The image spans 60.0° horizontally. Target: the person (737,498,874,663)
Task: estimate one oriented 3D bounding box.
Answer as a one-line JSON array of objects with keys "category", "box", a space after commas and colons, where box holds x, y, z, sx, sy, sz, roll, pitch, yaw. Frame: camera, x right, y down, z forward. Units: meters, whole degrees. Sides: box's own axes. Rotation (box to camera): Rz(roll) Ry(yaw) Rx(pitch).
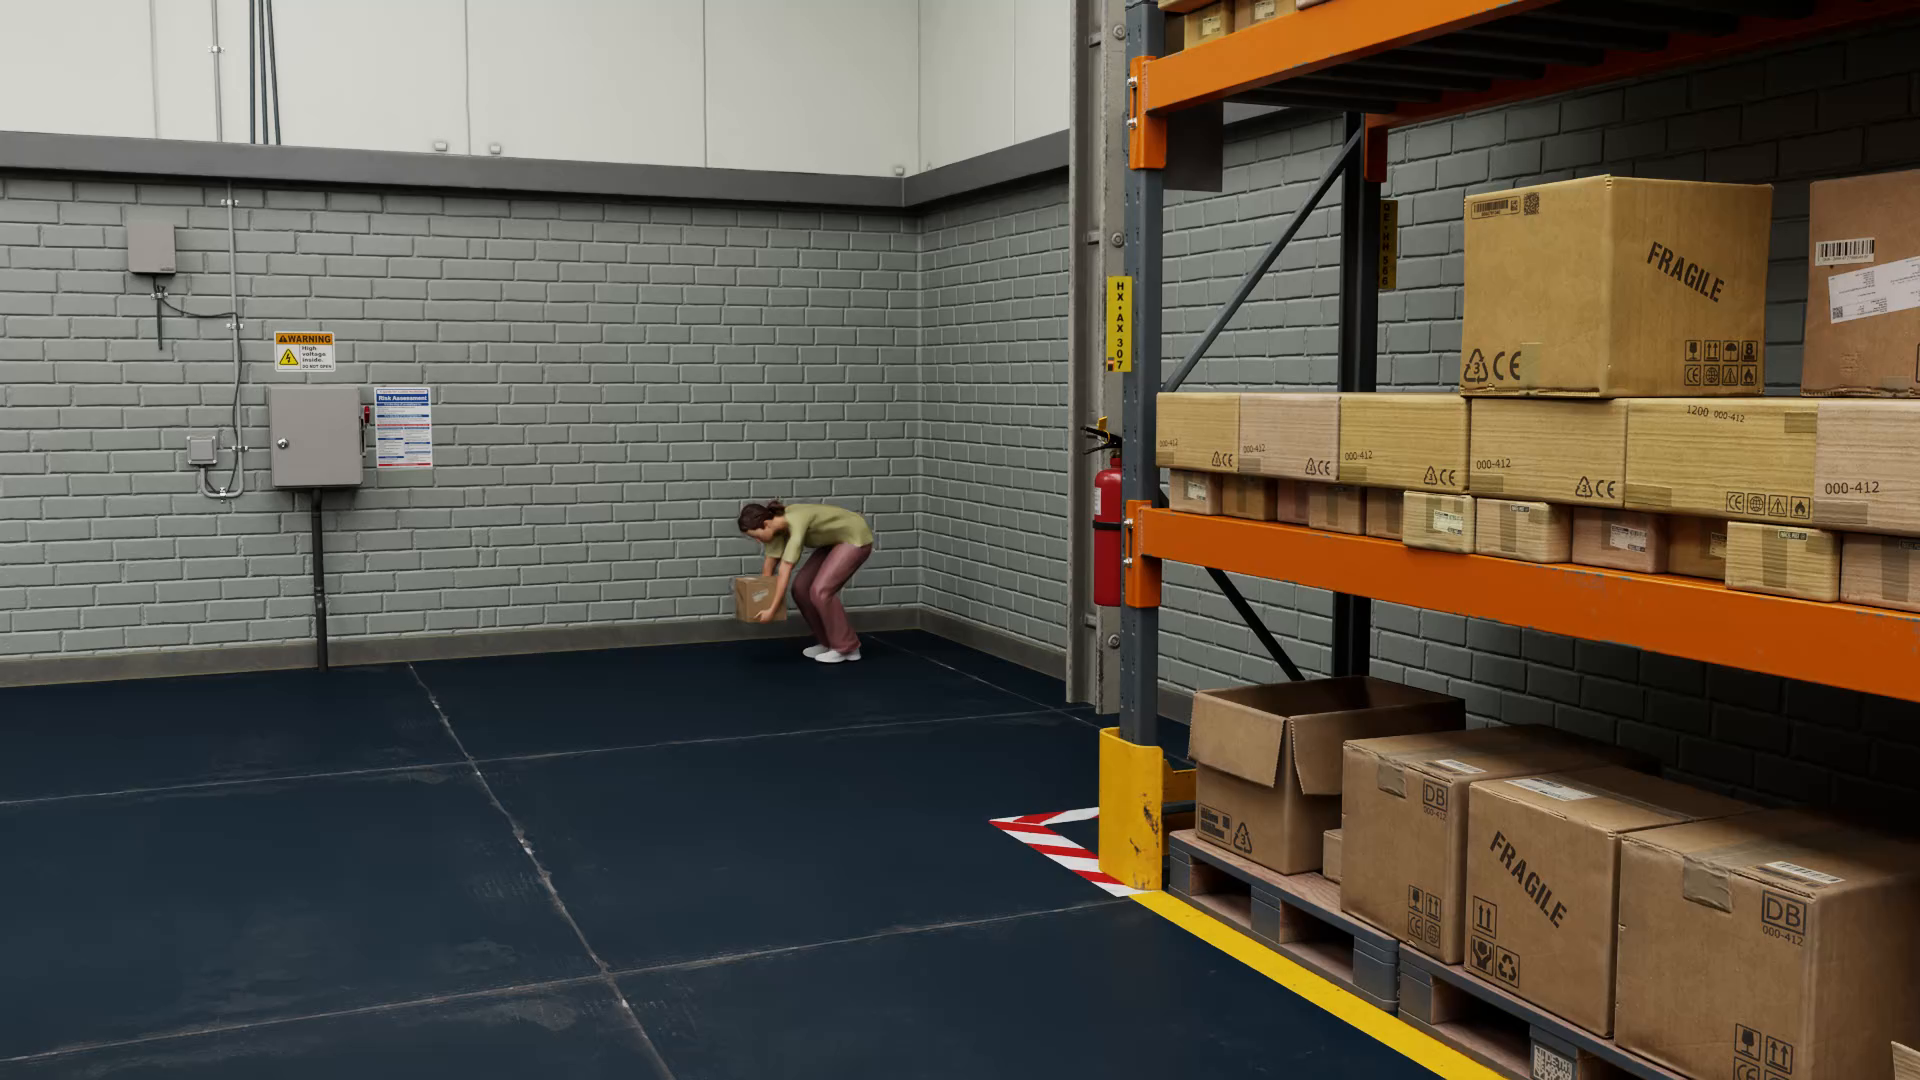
[{"category": "person", "box": [-0.957, 0.244, 10.301, 0.868, 1.031, 0.466, -3, 6, -27]}]
